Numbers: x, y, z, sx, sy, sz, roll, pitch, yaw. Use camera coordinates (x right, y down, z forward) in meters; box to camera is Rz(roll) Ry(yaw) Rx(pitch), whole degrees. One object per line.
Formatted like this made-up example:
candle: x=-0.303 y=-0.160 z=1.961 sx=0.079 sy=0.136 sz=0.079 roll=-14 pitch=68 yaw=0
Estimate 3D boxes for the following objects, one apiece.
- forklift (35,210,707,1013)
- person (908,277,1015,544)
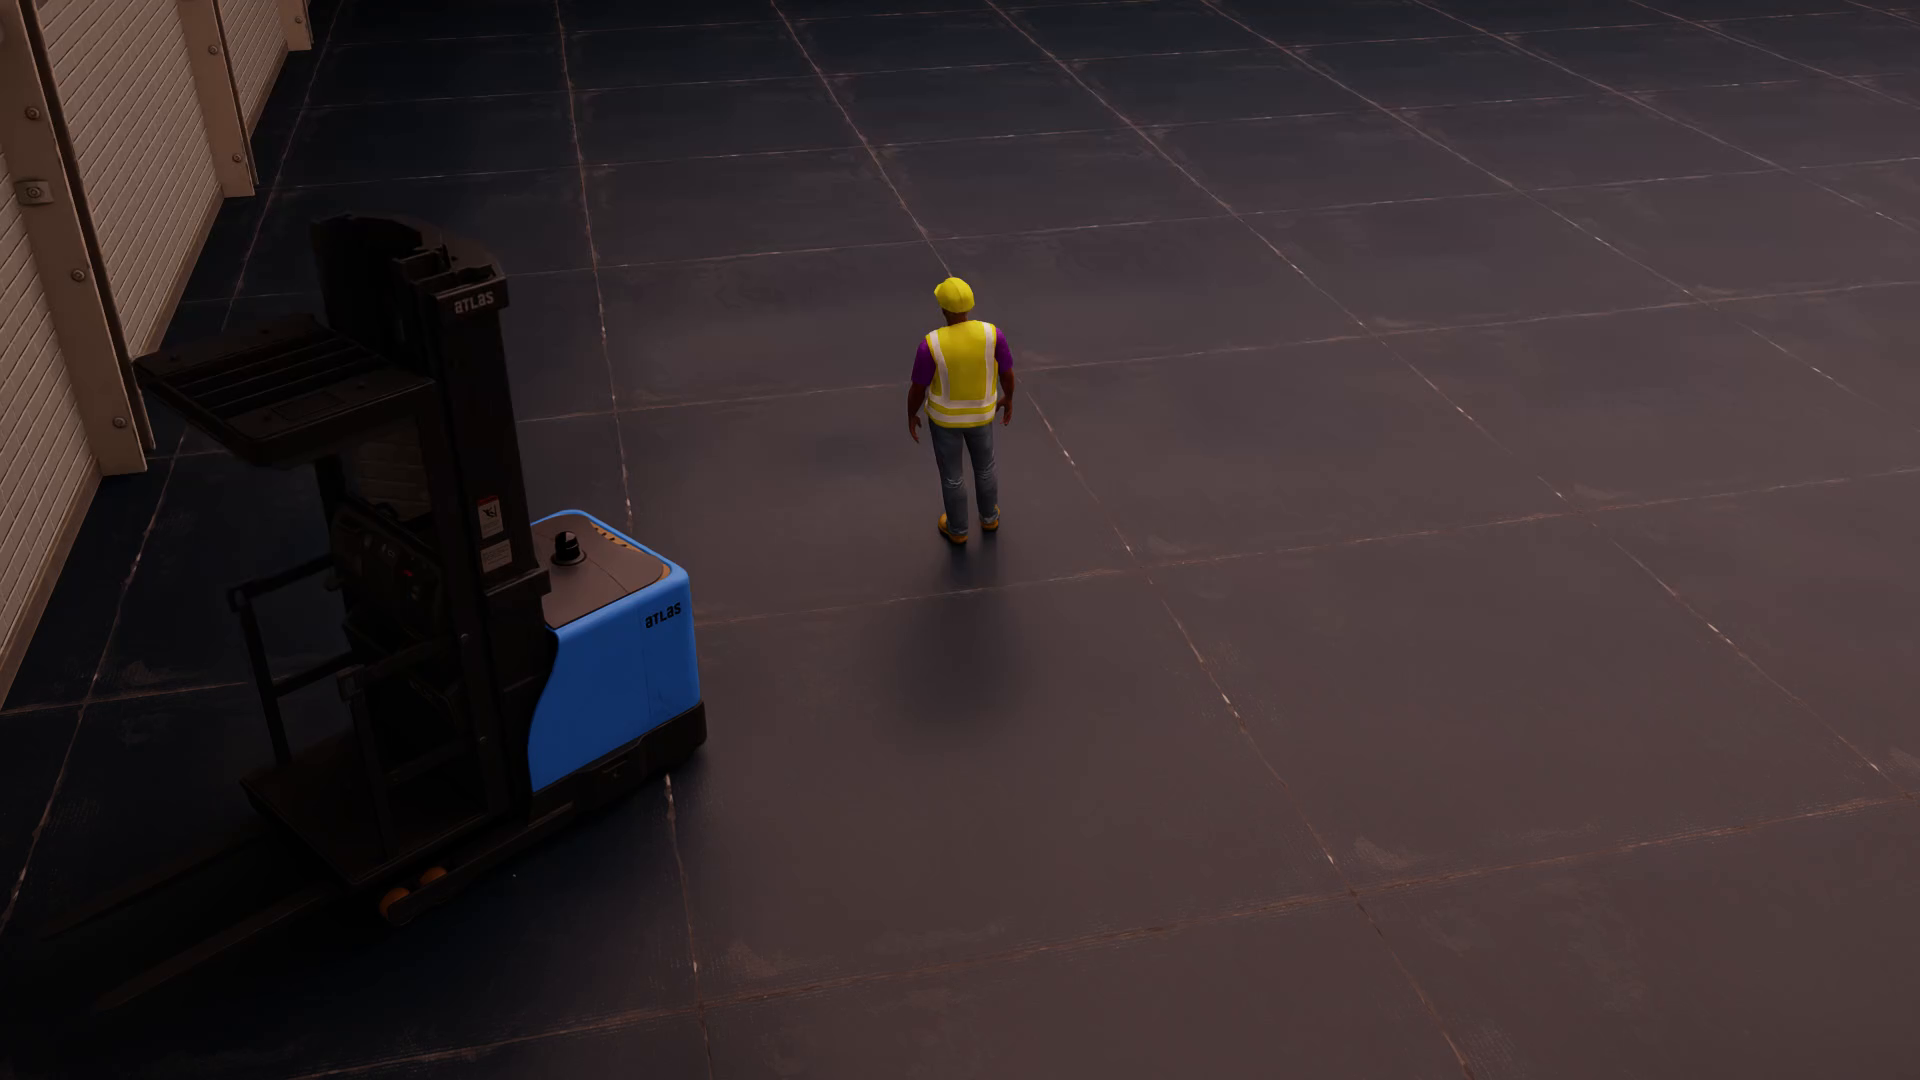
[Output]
forklift: x=-2.690 y=0.178 z=7.267 sx=1.130 sy=2.935 sz=3.031 roll=26 pitch=39 yaw=37
person: x=-0.011 y=-0.805 z=10.113 sx=0.666 sy=1.765 sz=0.577 roll=-7 pitch=31 yaw=-12
